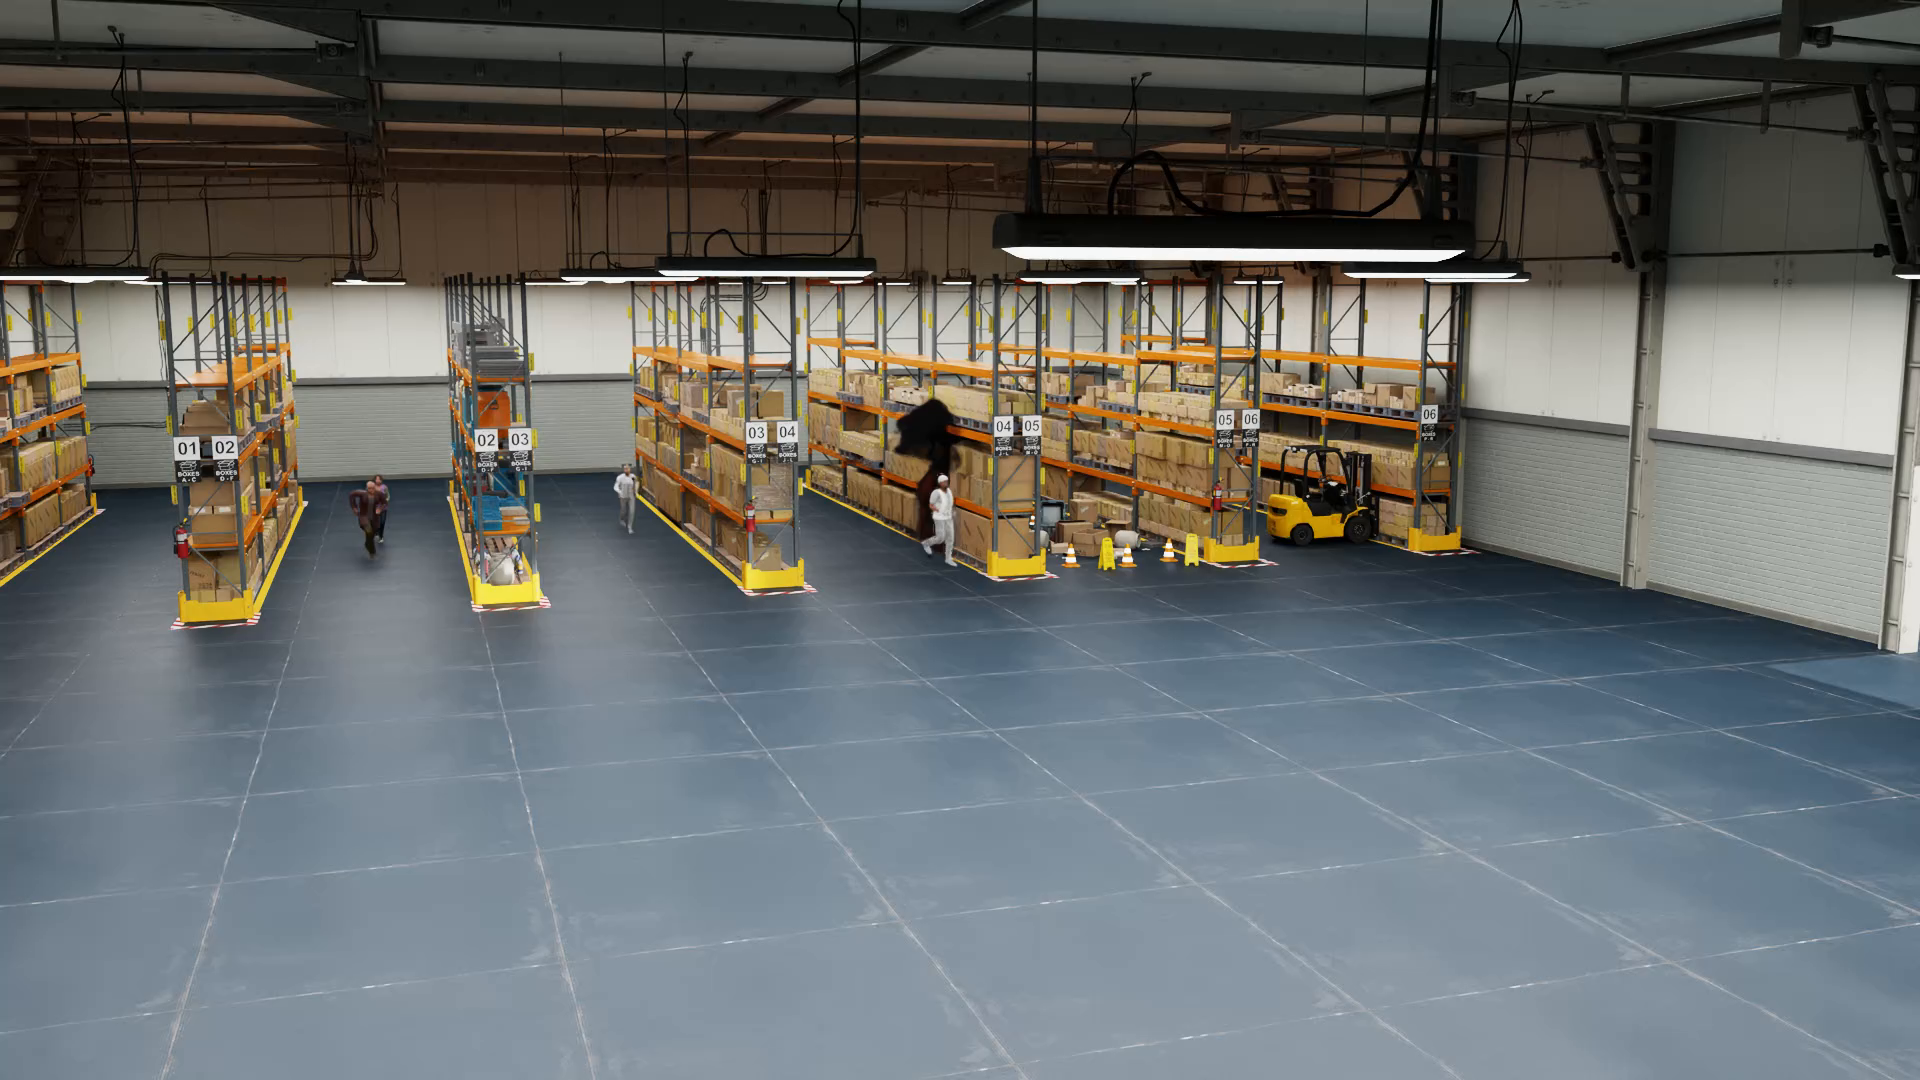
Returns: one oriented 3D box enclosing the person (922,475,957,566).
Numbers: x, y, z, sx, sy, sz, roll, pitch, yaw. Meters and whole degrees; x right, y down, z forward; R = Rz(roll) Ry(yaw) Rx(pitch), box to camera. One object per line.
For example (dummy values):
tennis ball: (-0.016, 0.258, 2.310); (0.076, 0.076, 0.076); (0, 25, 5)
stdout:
person: (-0.380, -0.406, 33.123); (0.851, 1.803, 0.691); (7, 11, 40)

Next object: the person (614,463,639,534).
person: (-7.857, -1.009, 39.248); (0.608, 1.674, 0.845); (-3, 9, -21)

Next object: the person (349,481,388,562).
person: (-12.604, -0.418, 35.437); (0.753, 1.744, 1.055); (-5, 10, -28)

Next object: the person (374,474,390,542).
person: (-13.098, -0.703, 37.461); (0.505, 1.557, 0.690); (-4, 9, -25)
